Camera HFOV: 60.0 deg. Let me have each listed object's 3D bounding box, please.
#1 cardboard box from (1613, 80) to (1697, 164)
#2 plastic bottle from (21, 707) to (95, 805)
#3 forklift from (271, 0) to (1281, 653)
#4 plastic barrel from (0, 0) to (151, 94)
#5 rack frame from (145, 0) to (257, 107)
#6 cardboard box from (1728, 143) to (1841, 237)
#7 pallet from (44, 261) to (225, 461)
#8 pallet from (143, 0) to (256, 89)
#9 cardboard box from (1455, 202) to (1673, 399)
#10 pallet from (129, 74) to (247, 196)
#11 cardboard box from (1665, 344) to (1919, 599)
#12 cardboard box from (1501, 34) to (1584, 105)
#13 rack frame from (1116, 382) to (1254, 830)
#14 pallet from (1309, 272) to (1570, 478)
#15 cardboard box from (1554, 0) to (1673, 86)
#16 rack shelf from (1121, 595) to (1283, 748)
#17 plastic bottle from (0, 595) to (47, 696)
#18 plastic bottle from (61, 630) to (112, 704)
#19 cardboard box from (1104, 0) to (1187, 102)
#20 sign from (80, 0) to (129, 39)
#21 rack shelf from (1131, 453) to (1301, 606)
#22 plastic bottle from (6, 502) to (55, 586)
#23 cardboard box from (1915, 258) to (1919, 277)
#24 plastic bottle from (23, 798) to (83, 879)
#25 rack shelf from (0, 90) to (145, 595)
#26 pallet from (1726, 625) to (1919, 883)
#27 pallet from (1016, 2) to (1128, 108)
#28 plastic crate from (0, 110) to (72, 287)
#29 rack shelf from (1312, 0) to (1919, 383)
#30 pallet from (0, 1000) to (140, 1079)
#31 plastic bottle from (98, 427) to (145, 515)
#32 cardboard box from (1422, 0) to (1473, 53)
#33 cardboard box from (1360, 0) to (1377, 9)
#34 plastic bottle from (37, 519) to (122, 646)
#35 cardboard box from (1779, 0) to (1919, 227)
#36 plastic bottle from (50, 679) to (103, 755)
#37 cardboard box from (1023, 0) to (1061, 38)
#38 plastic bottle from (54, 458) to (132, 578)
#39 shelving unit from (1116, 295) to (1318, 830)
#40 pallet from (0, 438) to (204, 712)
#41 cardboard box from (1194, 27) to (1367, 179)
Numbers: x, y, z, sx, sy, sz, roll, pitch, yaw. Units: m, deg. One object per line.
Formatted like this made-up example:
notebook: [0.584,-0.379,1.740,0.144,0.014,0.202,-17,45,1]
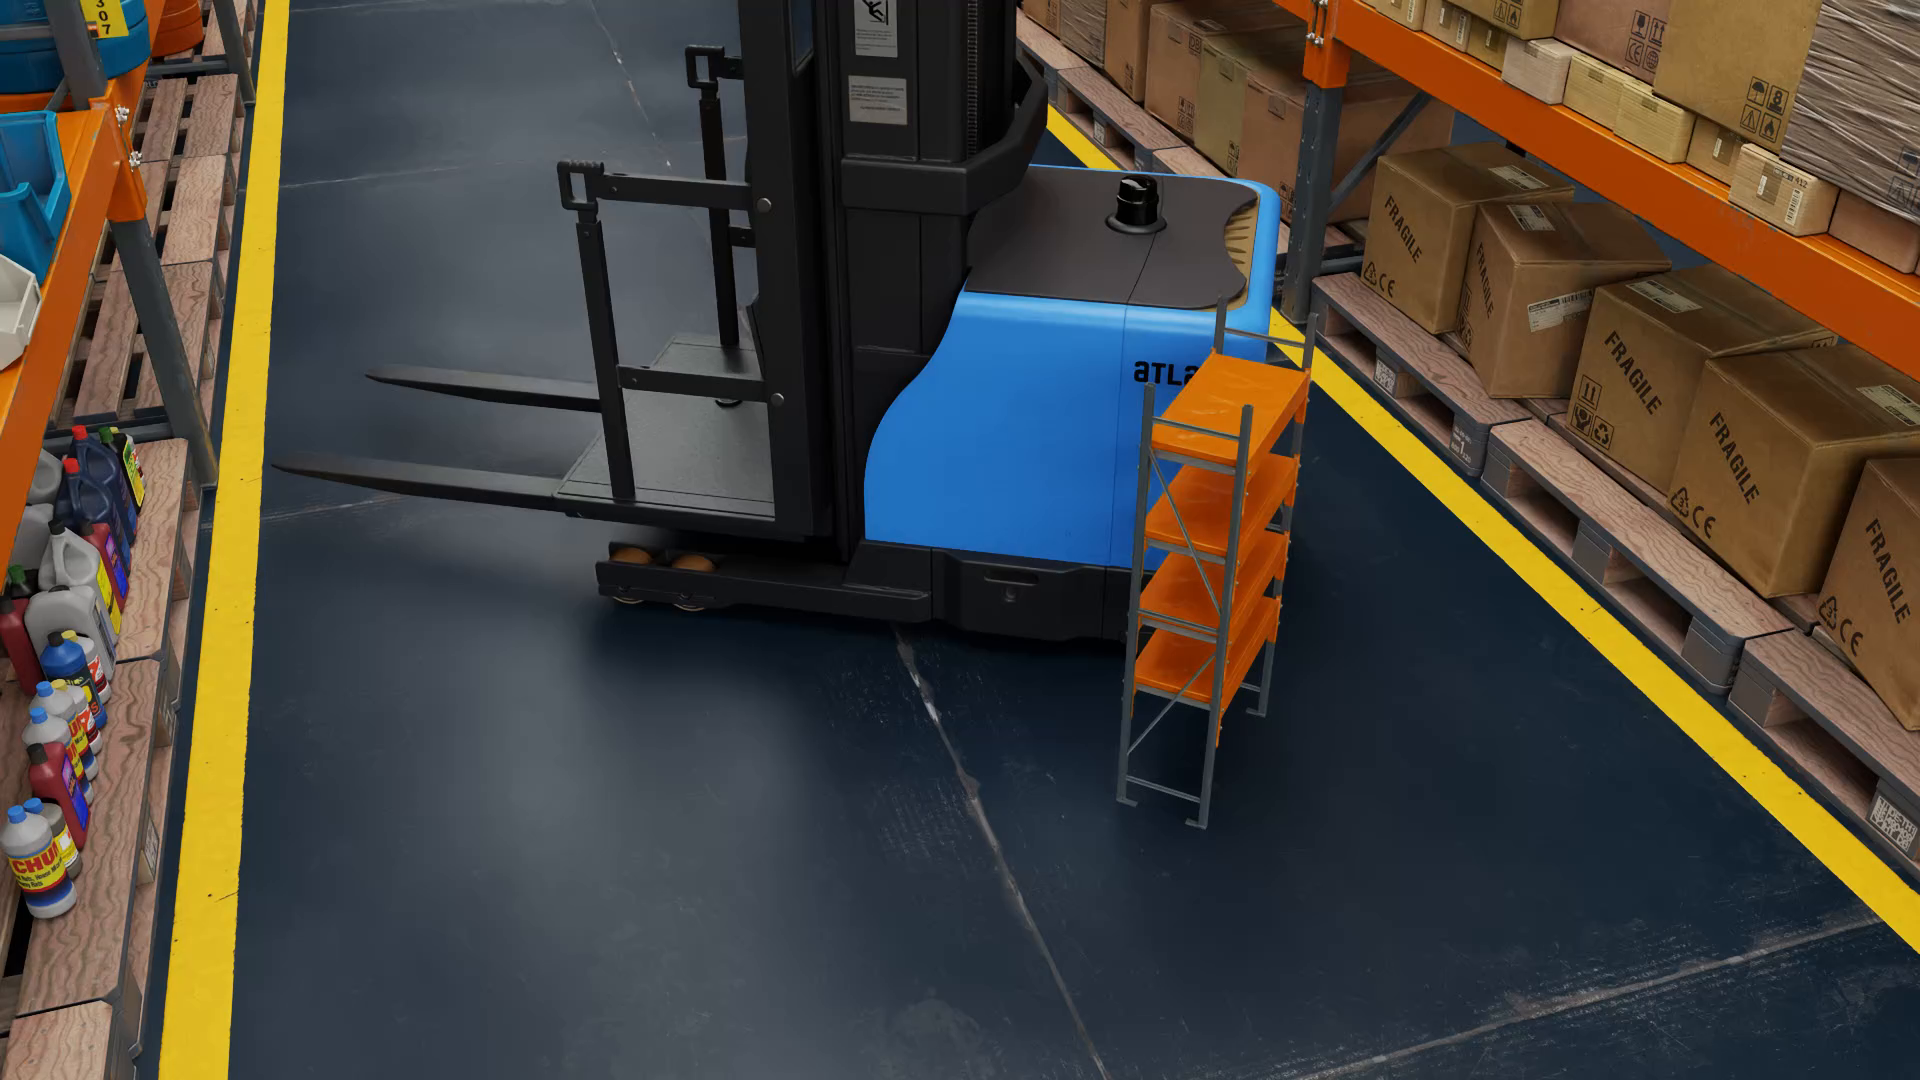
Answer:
cardboard box: [2.014,-1.148,4.495,0.380,0.149,0.250,-10,35,-15]
plastic bottle: [-2.093,0.502,3.846,0.097,0.271,0.097,0,33,0]
forklift: [-0.611,-1.290,4.544,3.031,2.935,1.130,6,34,9]
plastic barrel: [-2.782,-1.832,4.847,0.600,0.901,0.708,-10,35,-15]
rack frame: [-4.173,-3.469,7.779,1.000,3.000,0.127,-10,35,-15]
cardboard box: [2.143,-0.882,4.091,0.380,0.149,0.250,-10,35,-15]
pallet: [-3.229,-0.611,5.984,1.003,0.211,1.213,-10,35,-15]
pallet: [-4.453,-2.713,9.163,1.003,0.211,1.213,-10,35,-15]
cardboard box: [2.030,-0.818,5.653,0.500,0.500,0.500,0,33,1]
pallet: [-3.973,-1.892,7.922,1.003,0.211,1.213,-10,35,-15]
cardboard box: [2.422,-0.205,4.725,0.500,0.500,0.500,-7,34,-10]
cardboard box: [1.832,-1.406,4.884,0.380,0.149,0.250,-10,35,-15]
rack frame: [0.508,0.191,3.872,0.240,1.200,0.015,15,36,22]
pallet: [2.003,-0.692,6.105,1.003,0.211,1.213,-10,35,-15]
cardboard box: [2.210,-1.607,4.600,0.875,0.500,0.500,-10,35,-15]
rack shelf: [0.616,0.292,4.201,0.258,0.148,0.480,15,36,22]
plastic bottle: [-2.380,0.245,4.223,0.061,0.283,0.133,-10,35,-15]
plastic bottle: [-2.217,0.318,4.186,0.097,0.201,0.097,0,33,0]
cardboard box: [1.129,-2.509,8.194,0.700,0.500,0.500,-7,34,-11]
sign: [-2.425,-1.571,4.656,0.100,0.325,0.005,-10,35,-15]
rack shelf: [0.616,-0.060,3.969,0.258,0.148,0.480,15,36,22]
plastic bottle: [-2.556,0.012,4.582,0.152,0.276,0.135,-10,35,-15]
cardboard box: [2.402,-0.638,3.722,0.380,0.149,0.250,-10,35,-15]
plastic bottle: [-2.020,0.657,3.675,0.097,0.201,0.097,0,33,0]
rack shelf: [-2.342,-0.019,3.210,1.077,0.370,4.000,-10,35,-15]
pallet: [2.747,0.589,4.167,1.003,0.211,1.213,-10,35,-15]
pallet: [0.781,-2.728,9.187,1.003,0.211,1.213,-10,35,-15]
plastic crate: [-2.356,-0.771,3.831,0.499,0.251,0.616,-10,35,-15]
rack shelf: [2.375,-0.852,4.470,1.077,0.370,4.000,-10,35,-15]
pallet: [-2.043,1.435,2.887,1.003,0.211,1.213,-10,35,-15]
plastic bottle: [-2.492,-0.222,4.930,0.061,0.283,0.133,-8,34,-12]
cardboard box: [1.710,-1.673,5.290,0.380,0.149,0.250,-10,35,-15]
cardboard box: [1.544,-1.934,5.683,0.380,0.149,0.250,-10,35,-15]
plastic bottle: [-2.324,0.113,4.362,0.144,0.351,0.185,-10,35,-15]
cardboard box: [2.465,-1.073,3.792,0.875,0.500,0.500,-10,35,-15]
plastic bottle: [-2.154,0.426,4.023,0.097,0.201,0.097,0,33,0]
cardboard box: [0.768,-3.094,9.080,0.700,0.500,0.500,-12,35,-17]
plastic bottle: [-2.423,-0.057,4.619,0.144,0.351,0.185,-12,35,-17]
shelving unit: [0.616,0.071,4.055,0.258,1.200,0.503,15,36,22]
pallet: [-2.787,0.154,4.825,1.003,0.211,1.213,-10,35,-15]
cardboard box: [1.470,-1.922,7.306,0.700,0.500,0.500,-10,35,-15]
